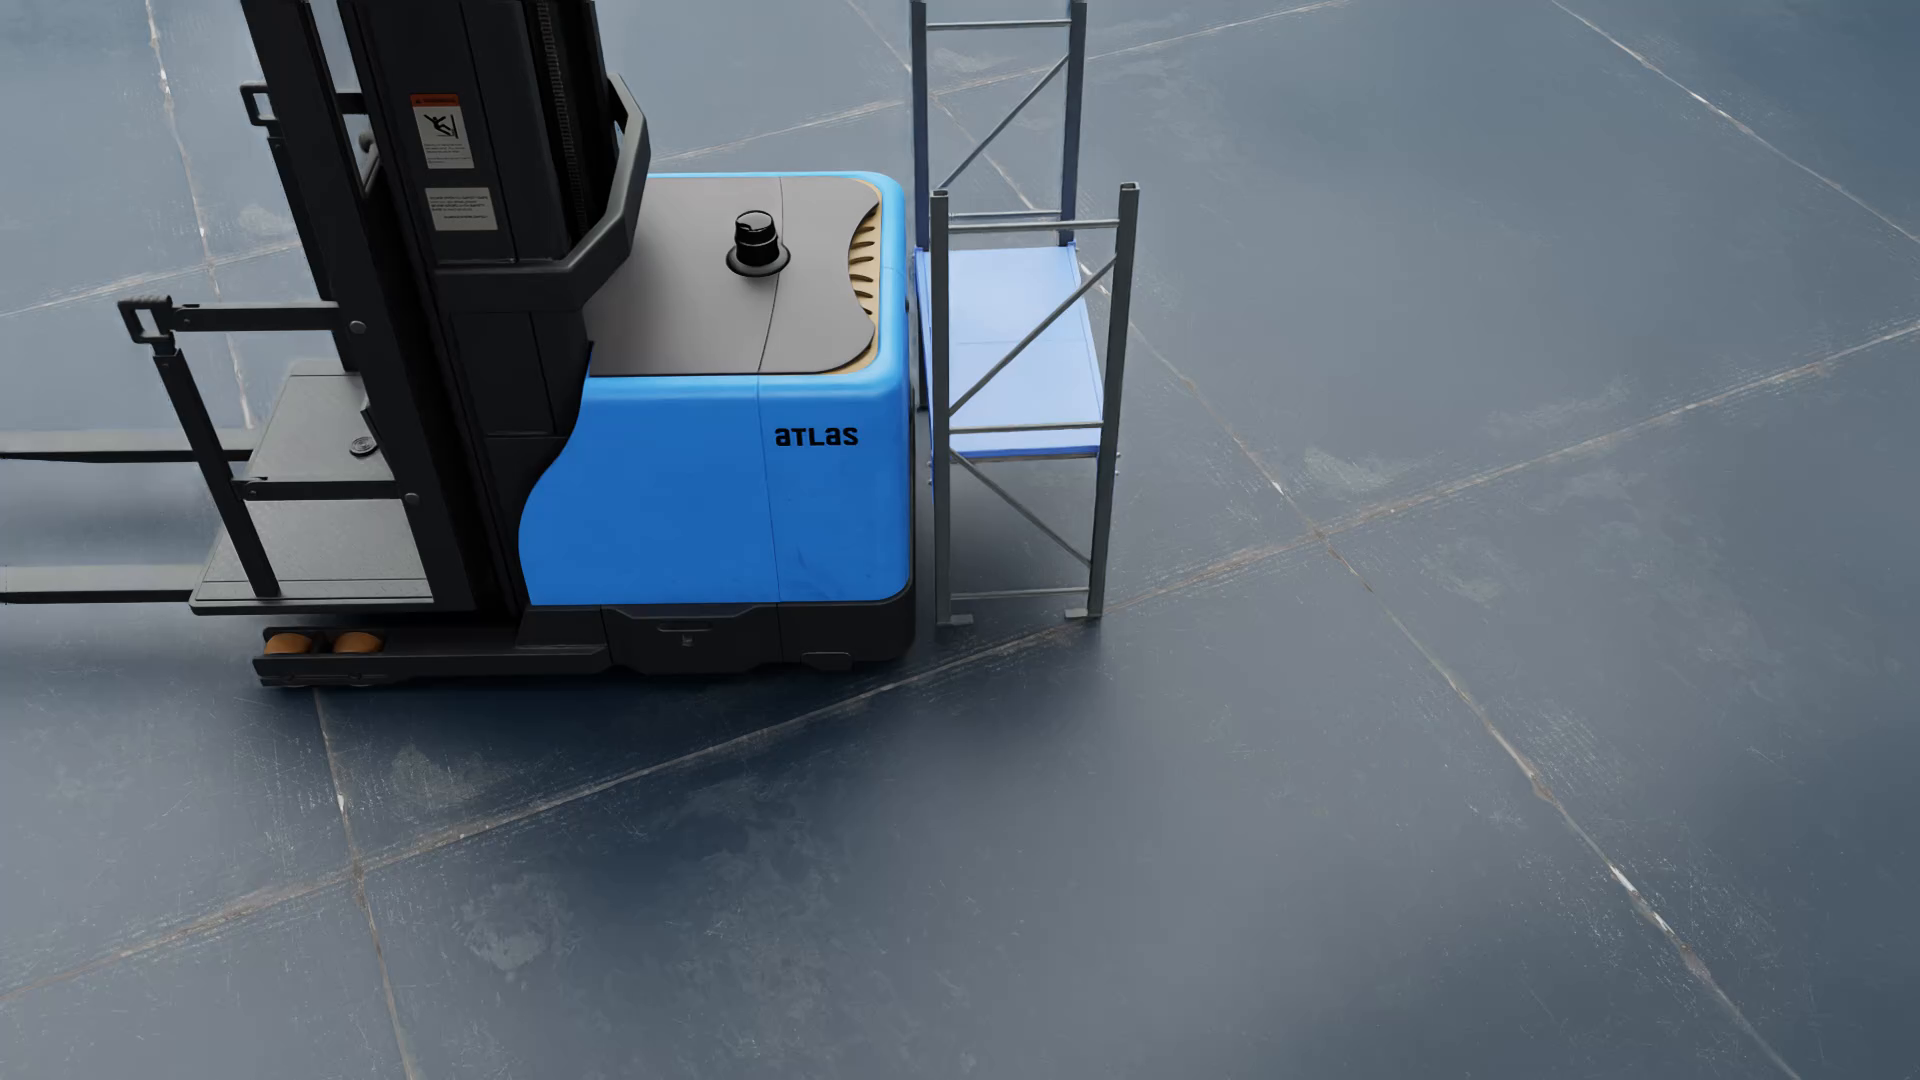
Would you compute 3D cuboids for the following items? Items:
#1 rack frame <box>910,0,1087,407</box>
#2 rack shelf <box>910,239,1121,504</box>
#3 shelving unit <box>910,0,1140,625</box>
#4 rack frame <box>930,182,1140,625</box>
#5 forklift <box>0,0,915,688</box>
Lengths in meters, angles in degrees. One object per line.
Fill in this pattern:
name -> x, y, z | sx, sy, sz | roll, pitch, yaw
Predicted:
rack frame -> 0.110, -1.013, 5.209 | 0.500, 1.500, 0.032 | -3, 45, -3
rack shelf -> 0.144, -0.529, 4.974 | 0.538, 0.185, 1.000 | -3, 45, -3
shelving unit -> 0.144, -0.657, 4.848 | 0.538, 1.500, 1.048 | -3, 45, -3
rack frame -> 0.179, -0.300, 4.487 | 0.500, 1.500, 0.032 | -3, 45, -3
forklift -> -1.654, -0.993, 4.170 | 3.031, 2.935, 1.130 | -1, 45, -1
